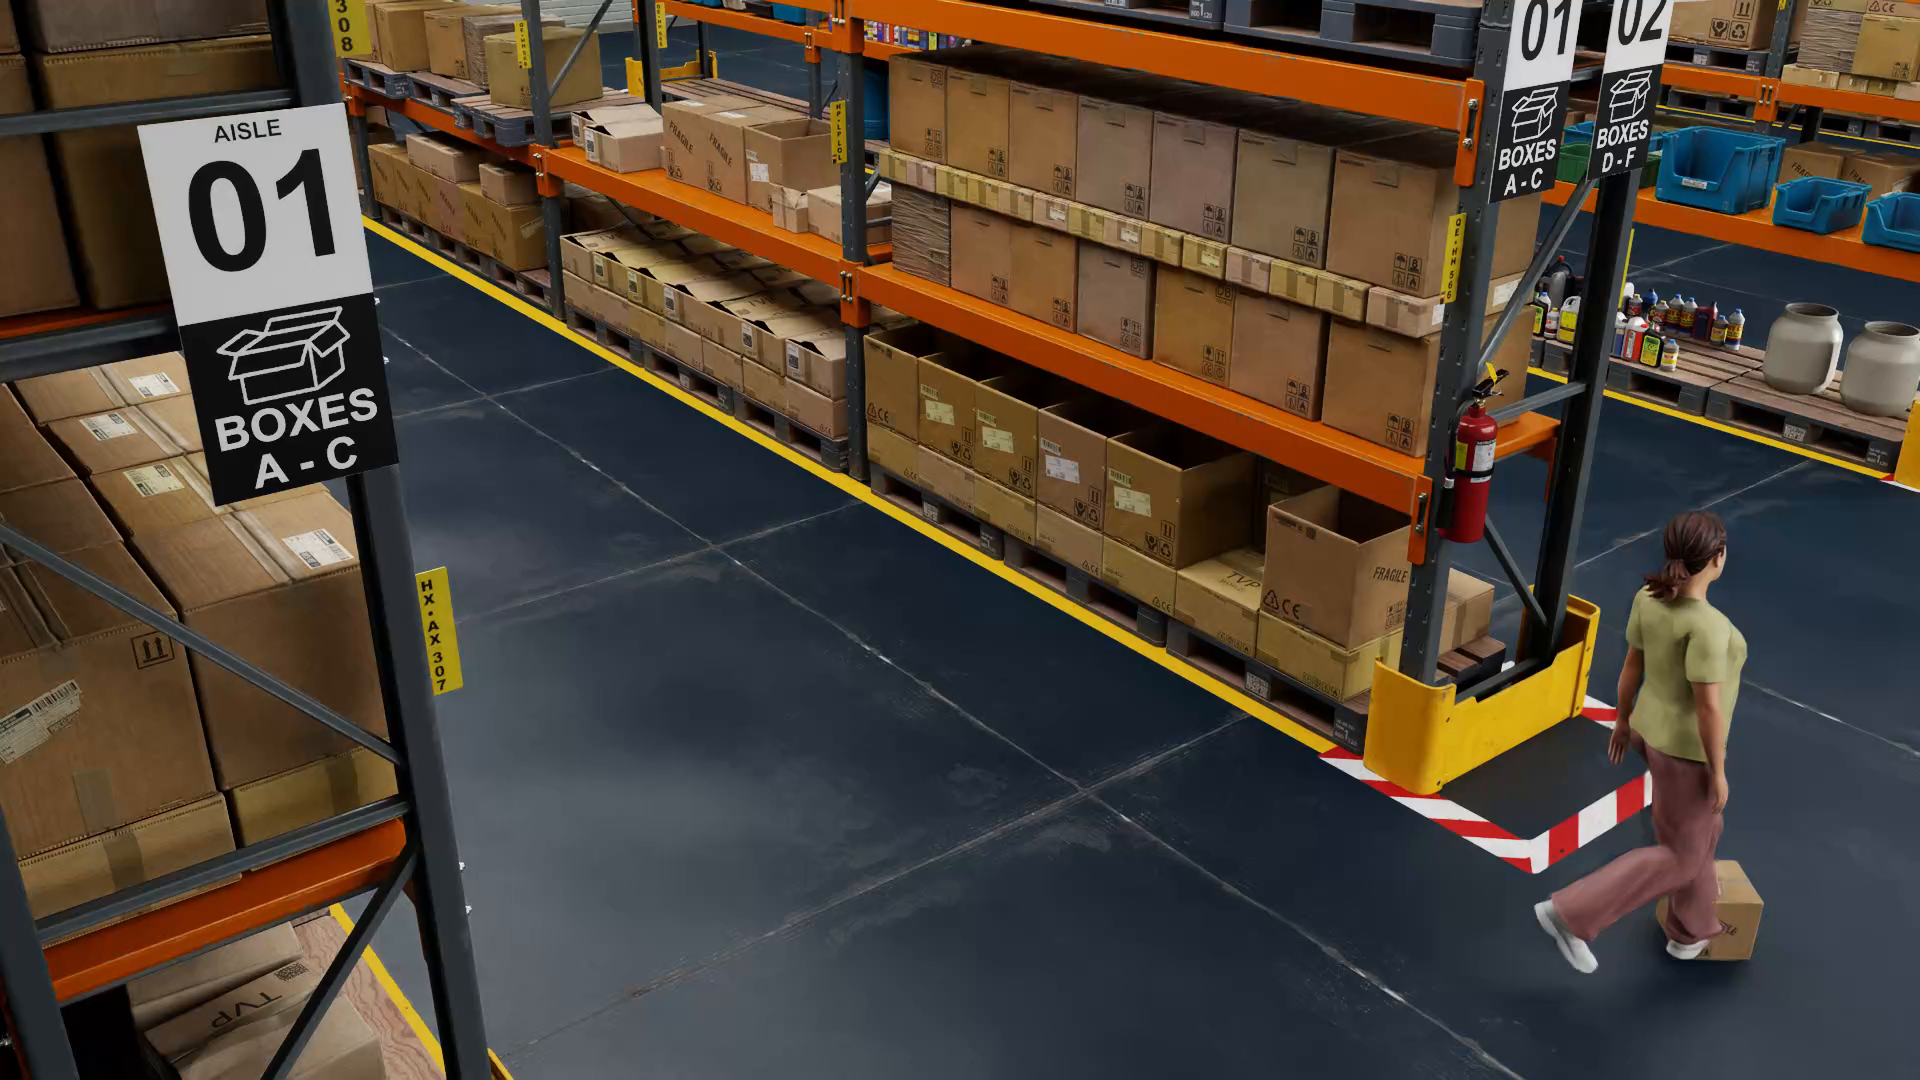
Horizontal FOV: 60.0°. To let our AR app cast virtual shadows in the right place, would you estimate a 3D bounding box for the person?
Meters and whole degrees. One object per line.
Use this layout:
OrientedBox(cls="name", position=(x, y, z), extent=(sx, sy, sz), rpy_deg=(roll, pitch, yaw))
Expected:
OrientedBox(cls="person", position=(2.367, 0.693, 5.561), extent=(0.839, 1.630, 0.502), rpy_deg=(-2, 25, -5))
